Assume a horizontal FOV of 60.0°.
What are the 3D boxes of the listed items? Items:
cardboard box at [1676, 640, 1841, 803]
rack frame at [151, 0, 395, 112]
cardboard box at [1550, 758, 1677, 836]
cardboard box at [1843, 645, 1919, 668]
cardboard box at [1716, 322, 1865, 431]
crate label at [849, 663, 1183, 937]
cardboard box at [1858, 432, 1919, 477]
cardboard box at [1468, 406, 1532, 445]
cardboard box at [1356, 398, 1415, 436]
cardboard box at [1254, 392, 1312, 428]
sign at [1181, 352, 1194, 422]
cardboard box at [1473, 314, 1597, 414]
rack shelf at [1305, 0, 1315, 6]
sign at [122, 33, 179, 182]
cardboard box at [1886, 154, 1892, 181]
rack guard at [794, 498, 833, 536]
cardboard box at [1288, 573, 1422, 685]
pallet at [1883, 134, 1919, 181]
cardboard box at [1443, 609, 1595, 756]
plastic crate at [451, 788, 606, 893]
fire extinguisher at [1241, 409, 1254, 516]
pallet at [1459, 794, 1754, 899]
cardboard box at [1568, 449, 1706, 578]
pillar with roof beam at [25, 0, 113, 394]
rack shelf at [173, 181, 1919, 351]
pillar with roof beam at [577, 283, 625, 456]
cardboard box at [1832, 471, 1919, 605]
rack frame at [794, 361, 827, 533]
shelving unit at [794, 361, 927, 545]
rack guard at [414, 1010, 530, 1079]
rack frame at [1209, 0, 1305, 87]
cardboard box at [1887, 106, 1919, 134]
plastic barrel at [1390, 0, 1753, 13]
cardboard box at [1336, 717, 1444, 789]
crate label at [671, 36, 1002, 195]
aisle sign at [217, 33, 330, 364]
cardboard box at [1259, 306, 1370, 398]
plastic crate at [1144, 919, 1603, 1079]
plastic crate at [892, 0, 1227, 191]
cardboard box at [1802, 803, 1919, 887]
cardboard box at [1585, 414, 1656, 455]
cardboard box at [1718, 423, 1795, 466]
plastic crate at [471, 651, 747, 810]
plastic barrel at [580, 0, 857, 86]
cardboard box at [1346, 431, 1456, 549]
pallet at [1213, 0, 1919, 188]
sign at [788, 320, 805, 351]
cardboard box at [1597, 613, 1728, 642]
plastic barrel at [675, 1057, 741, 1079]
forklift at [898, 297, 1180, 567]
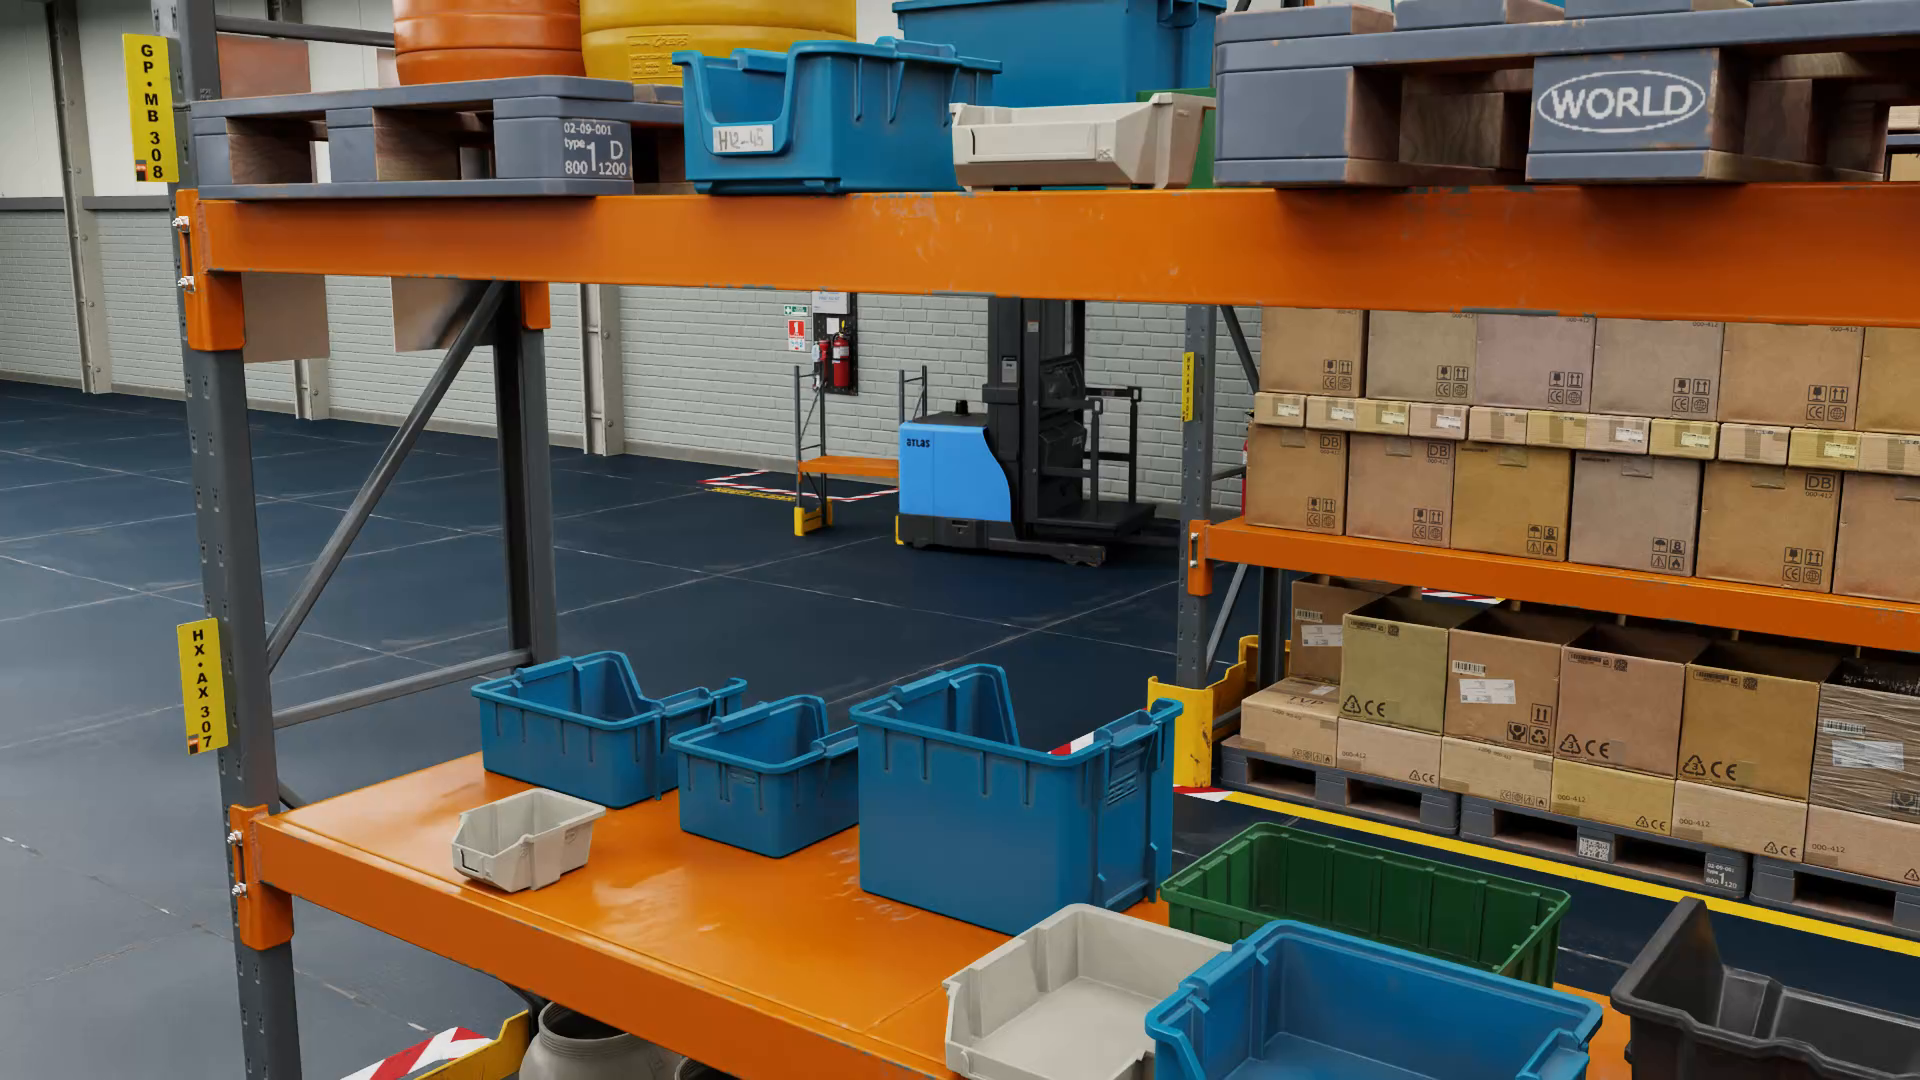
[{"bbox_3d":[3.336,0.744,6.944,0.500,0.500,0.500,8,13,36],"label":"cardboard box"},{"bbox_3d":[-1.518,-2.536,3.947,0.127,3.000,1.000,8,13,36],"label":"rack frame"},{"bbox_3d":[2.925,1.058,7.295,0.500,0.250,0.500,8,13,36],"label":"cardboard box"},{"bbox_3d":[4.044,0.722,7.062,0.500,0.500,0.500,8,13,36],"label":"cardboard box"},{"bbox_3d":[3.468,-0.747,6.815,0.500,0.500,0.700,8,13,36],"label":"cardboard box"},{"bbox_3d":[0.125,0.557,3.658,0.616,0.435,0.502,8,13,36],"label":"crate label"},{"bbox_3d":[3.672,-0.351,6.475,0.250,0.149,0.380,8,13,35],"label":"cardboard box"},{"bbox_3d":[2.438,-0.523,7.367,0.250,0.149,0.380,7,13,34],"label":"cardboard box"},{"bbox_3d":[2.020,-0.582,7.668,0.250,0.149,0.380,8,14,36],"label":"cardboard box"},{"bbox_3d":[1.605,-0.639,7.965,0.250,0.149,0.380,8,13,35],"label":"cardboard box"},{"bbox_3d":[1.083,-0.728,7.909,0.005,0.325,0.100,8,13,36],"label":"sign"},{"bbox_3d":[2.662,-0.859,7.396,0.500,0.500,0.700,8,14,36],"label":"cardboard box"},{"bbox_3d":[3.029,-2.520,6.809,4.000,0.370,1.077,8,13,36],"label":"rack shelf"},{"bbox_3d":[-1.848,-0.984,3.799,0.005,0.325,0.100,8,13,36],"label":"sign"},{"bbox_3d":[5.744,-2.383,10.735,0.500,0.500,0.500,9,14,39],"label":"cardboard box"},{"bbox_3d":[-1.314,-0.212,14.968,0.087,0.250,0.587,5,12,23],"label":"rack guard"},{"bbox_3d":[2.025,0.442,8.509,0.500,0.500,0.500,8,13,36],"label":"cardboard box"},{"bbox_3d":[3.938,-1.420,6.309,1.213,0.211,1.003,8,13,36],"label":"pallet"},{"bbox_3d":[2.532,0.631,7.528,0.500,0.500,0.500,8,13,36],"label":"cardboard box"},{"bbox_3d":[-0.988,0.689,3.768,0.250,0.136,0.298,8,13,36],"label":"plastic crate"},{"bbox_3d":[1.596,-0.395,8.878,0.183,0.674,0.296,8,13,36],"label":"fire extinguisher"},{"bbox_3d":[3.037,1.237,7.579,1.213,0.211,1.003,8,13,36],"label":"pallet"},{"bbox_3d":[3.035,-0.170,7.246,0.500,0.500,0.700,8,14,37],"label":"cardboard box"},{"bbox_3d":[-16.470,-6.146,22.605,0.548,9.000,9.100,8,13,36],"label":"pillar with roof beam"},{"bbox_3d":[0.094,-0.485,3.138,4.000,0.370,1.077,8,13,36],"label":"rack shelf"},{"bbox_3d":[-6.798,-4.797,15.632,0.400,9.000,9.100,8,13,36],"label":"pillar with roof beam"},{"bbox_3d":[3.850,-0.055,6.655,0.500,0.500,0.700,8,13,35],"label":"cardboard box"},{"bbox_3d":[-1.332,-0.827,14.857,0.032,1.500,0.500,5,12,23],"label":"rack frame"},{"bbox_3d":[-0.859,-0.787,14.651,1.083,1.500,0.587,5,12,23],"label":"shelving unit"},{"bbox_3d":[-1.429,1.638,4.748,0.348,0.500,1.175,8,13,36],"label":"rack guard"},{"bbox_3d":[1.416,-3.294,7.865,0.127,3.000,1.000,8,13,36],"label":"rack frame"},{"bbox_3d":[3.507,-1.617,6.281,0.250,0.149,0.380,8,13,36],"label":"cardboard box"},{"bbox_3d":[0.967,-1.194,2.483,0.708,0.901,0.600,8,13,36],"label":"plastic barrel"},{"bbox_3d":[2.122,0.945,7.881,0.500,0.250,0.500,8,13,36],"label":"cardboard box"},{"bbox_3d":[-0.205,-0.729,2.897,0.408,0.251,0.502,8,13,36],"label":"crate label"},{"bbox_3d":[-1.750,-0.830,4.080,0.004,0.787,0.394,8,13,36],"label":"aisle sign"},{"bbox_3d":[1.828,-0.974,7.990,0.500,0.500,0.700,8,14,36],"label":"cardboard box"},{"bbox_3d":[0.653,0.849,2.635,0.616,0.251,0.499,8,13,36],"label":"plastic crate"},{"bbox_3d":[0.197,-0.887,3.364,0.575,0.384,0.392,8,13,36],"label":"plastic crate"},{"bbox_3d":[3.740,1.168,6.726,0.500,0.250,0.500,8,13,36],"label":"cardboard box"},{"bbox_3d":[2.844,-0.466,7.071,0.250,0.149,0.380,8,14,36],"label":"cardboard box"},{"bbox_3d":[3.272,-0.407,6.767,0.250,0.149,0.380,8,14,37],"label":"cardboard box"},{"bbox_3d":[-0.938,0.493,4.477,0.616,0.251,0.499,8,13,36],"label":"plastic crate"},{"bbox_3d":[-0.524,-1.253,3.613,0.600,0.588,0.600,0,11,0],"label":"plastic barrel"},{"bbox_3d":[2.211,-0.285,7.842,0.500,0.500,0.700,8,14,37],"label":"cardboard box"},{"bbox_3d":[1.066,-0.587,2.268,1.003,0.211,1.213,8,13,36],"label":"pallet"},{"bbox_3d":[-1.768,-2.215,17.987,0.234,0.329,0.001,8,13,36],"label":"sign"},{"bbox_3d":[3.242,0.608,7.648,0.500,0.500,0.500,8,13,36],"label":"cardboard box"},{"bbox_3d":[-0.539,1.543,4.100,0.421,0.512,0.421,0,11,0],"label":"plastic barrel"},{"bbox_3d":[1.035,-1.337,13.726,3.031,2.935,1.130,5,12,23],"label":"forklift"}]
